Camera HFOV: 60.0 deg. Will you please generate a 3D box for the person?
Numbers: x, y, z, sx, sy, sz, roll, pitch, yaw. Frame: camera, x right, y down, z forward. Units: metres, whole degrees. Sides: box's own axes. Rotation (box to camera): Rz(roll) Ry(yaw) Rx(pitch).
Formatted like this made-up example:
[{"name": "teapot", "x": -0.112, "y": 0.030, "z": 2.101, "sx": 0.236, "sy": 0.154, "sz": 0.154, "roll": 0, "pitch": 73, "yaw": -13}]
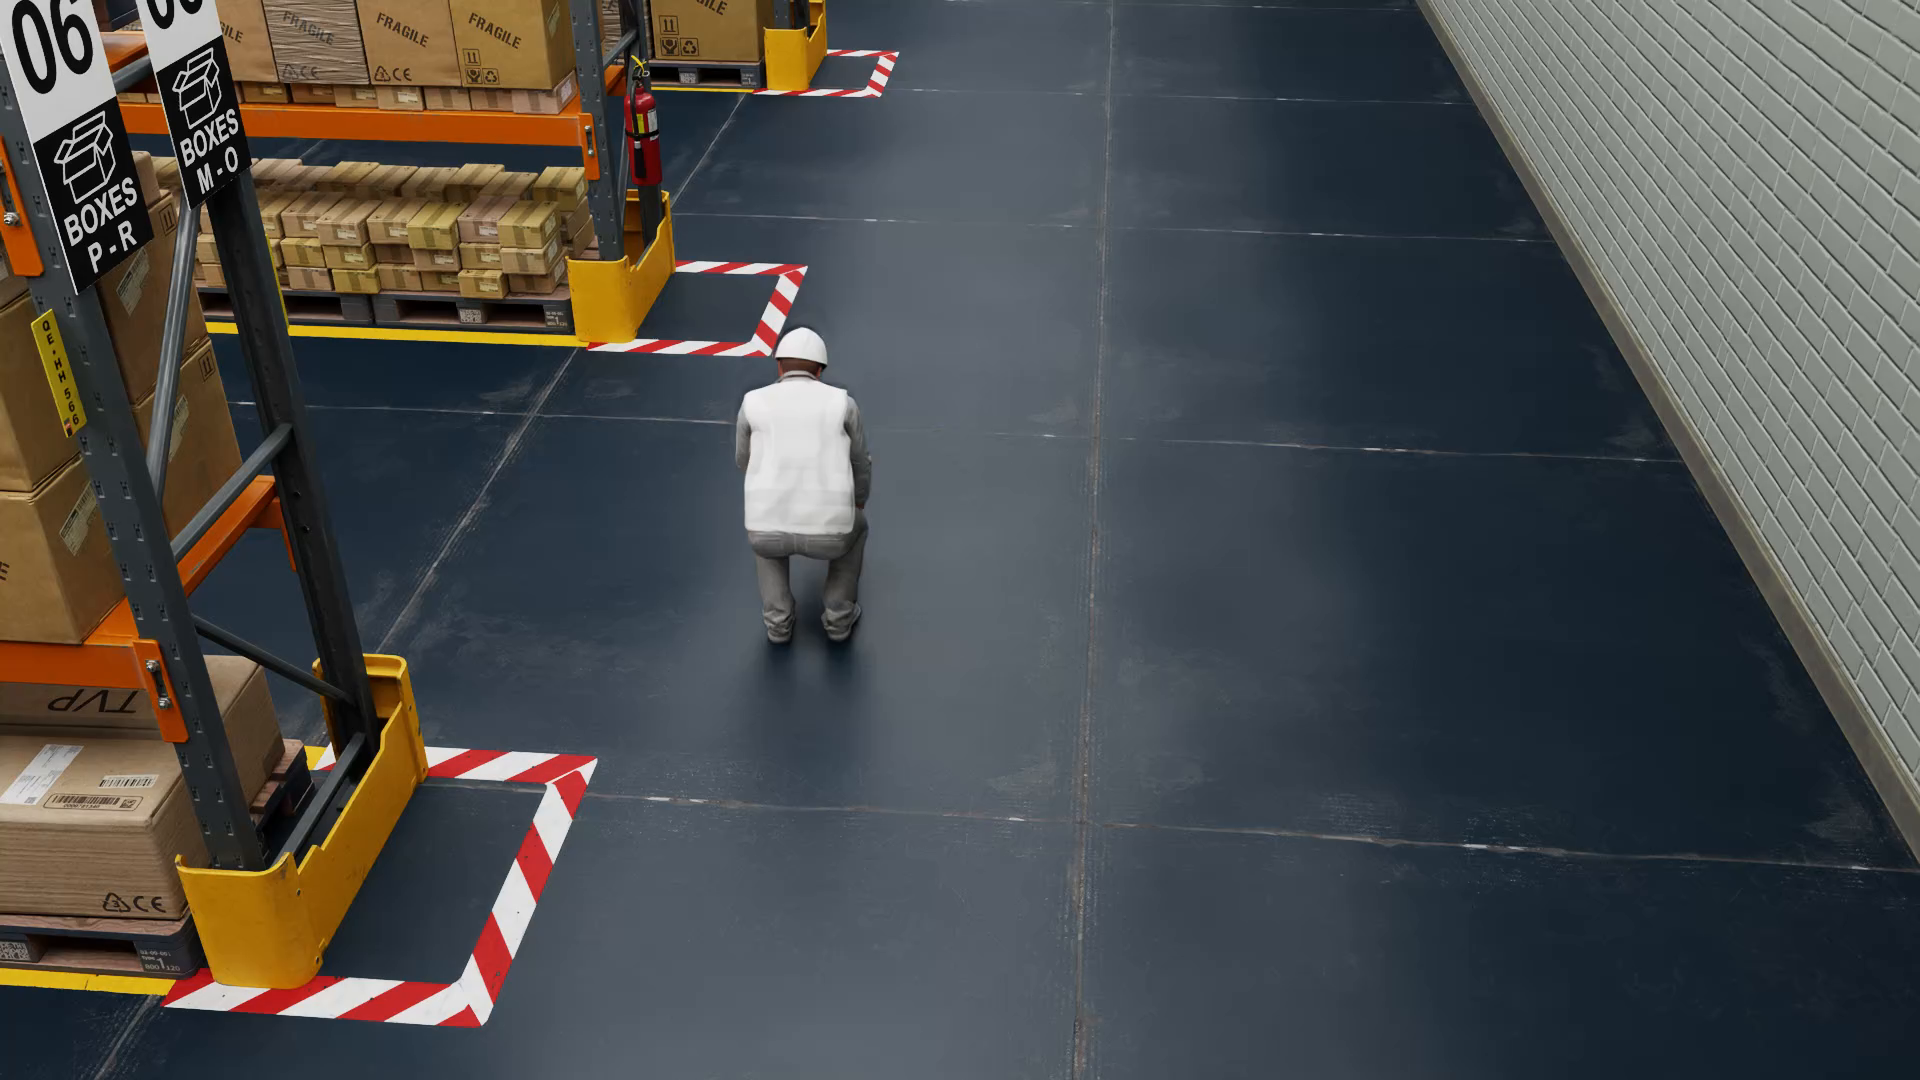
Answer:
[{"name": "person", "x": -0.671, "y": -0.189, "z": 6.942, "sx": 0.574, "sy": 1.222, "sz": 0.844, "roll": 2, "pitch": 32, "yaw": 4}]
